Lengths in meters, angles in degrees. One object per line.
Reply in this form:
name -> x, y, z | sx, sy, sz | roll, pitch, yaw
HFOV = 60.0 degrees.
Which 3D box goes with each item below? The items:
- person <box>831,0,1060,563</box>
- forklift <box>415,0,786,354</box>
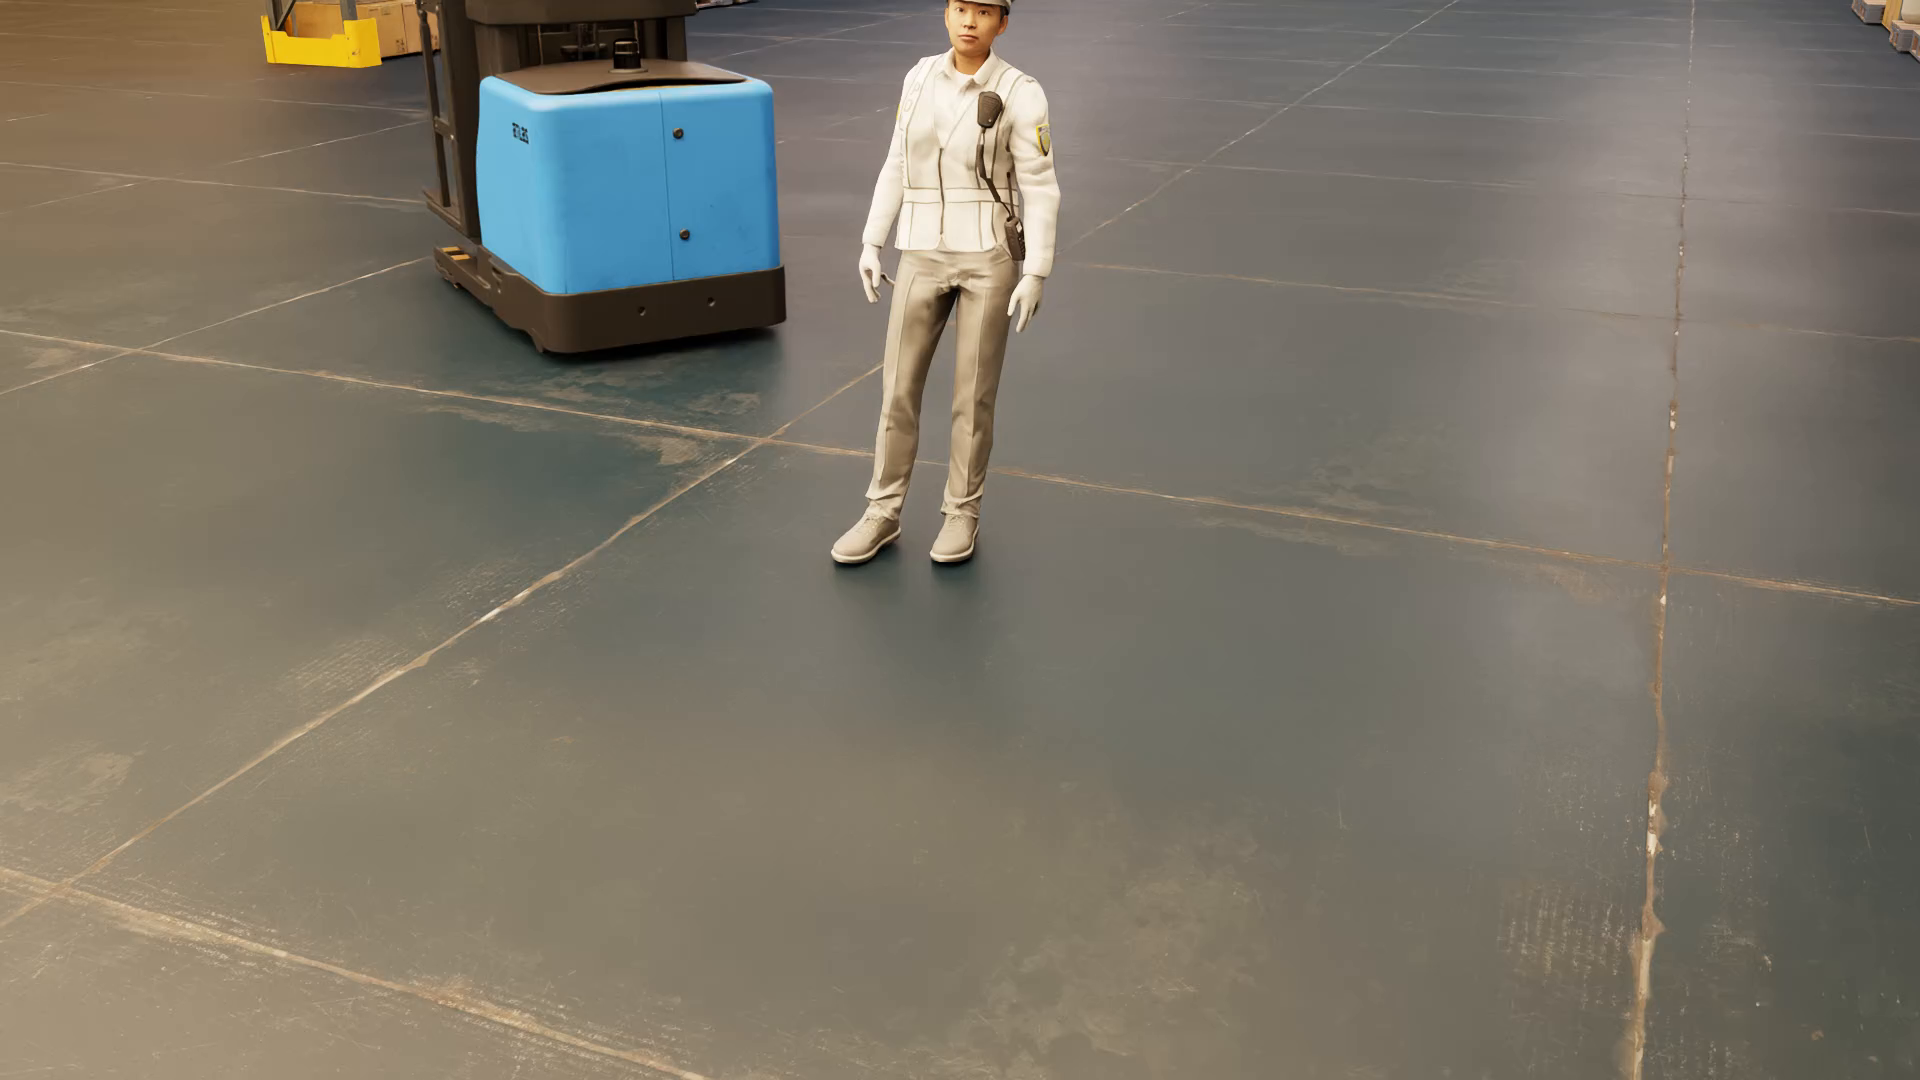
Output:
person -> -0.033, -0.765, 4.707 | 0.586, 1.694, 0.530 | 9, 24, 21
forklift -> -1.913, -2.632, 7.588 | 1.130, 2.935, 3.031 | -12, 26, -27
